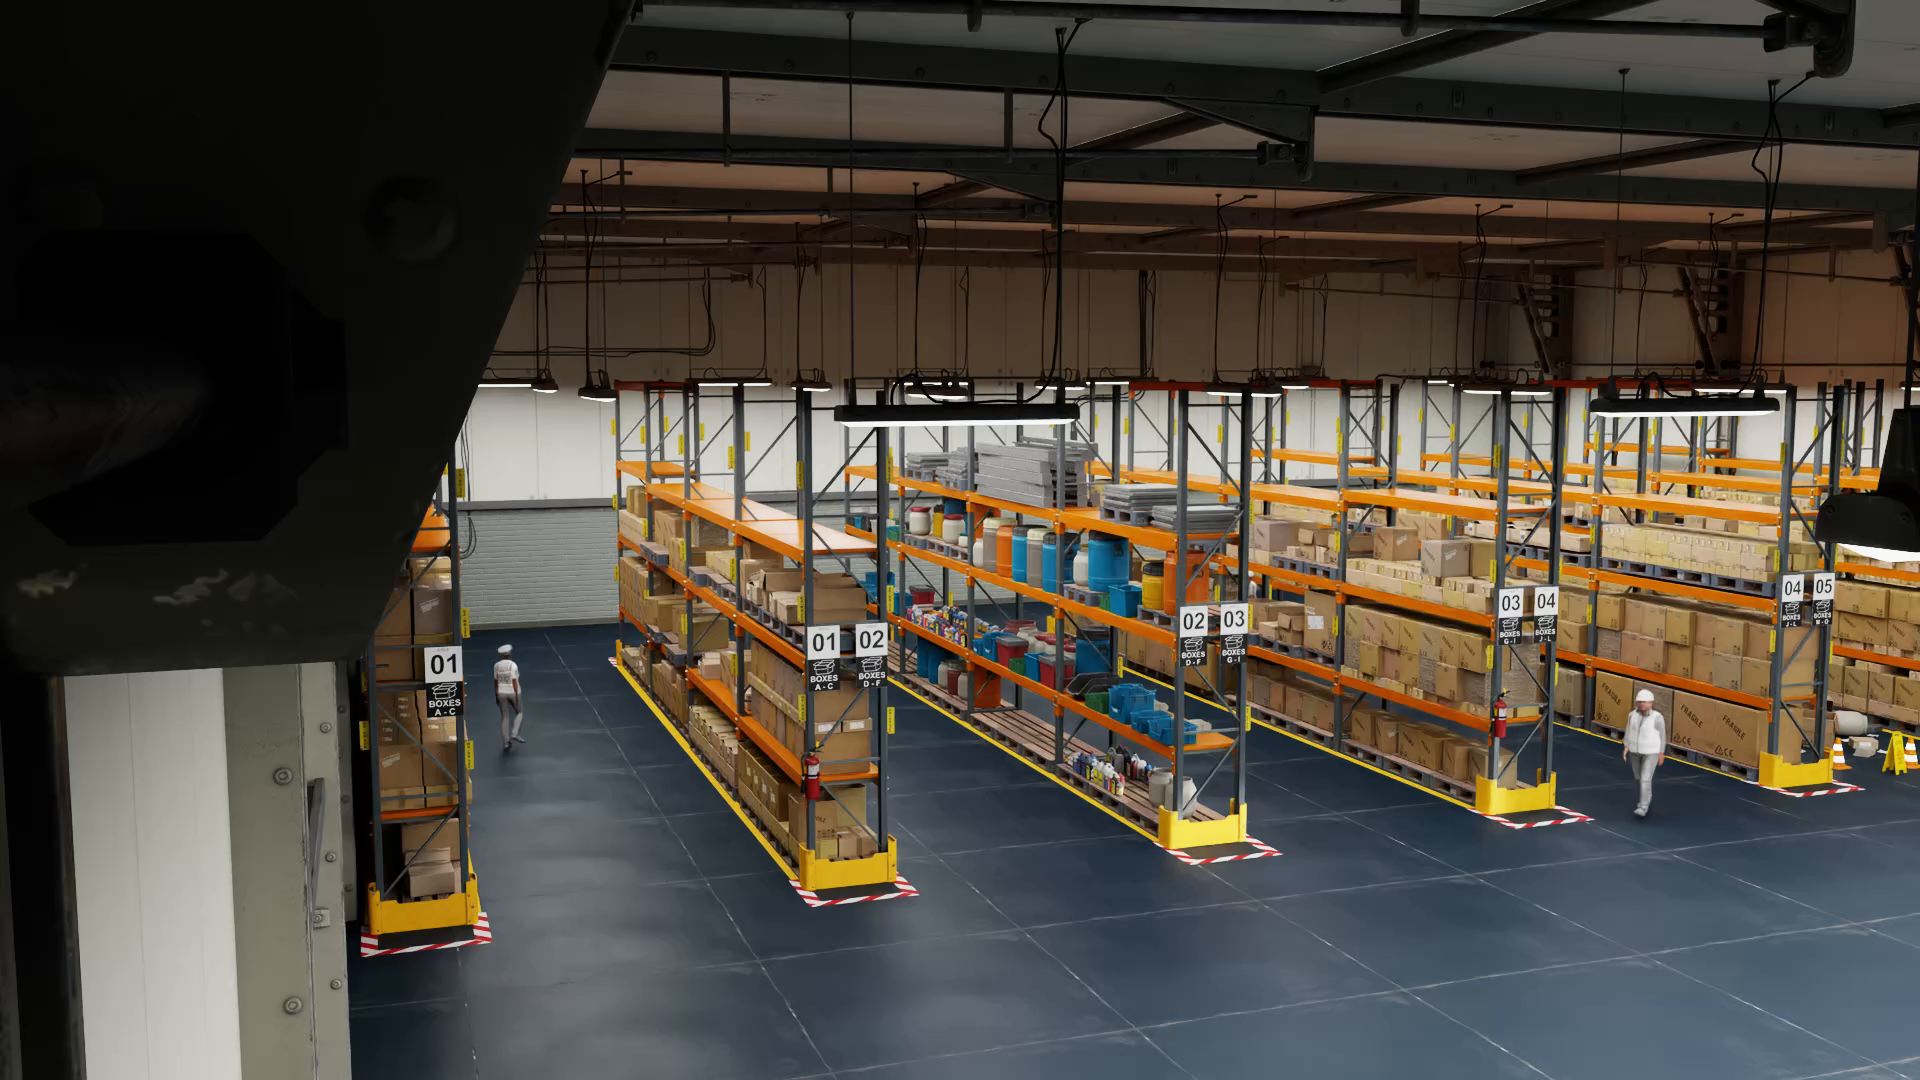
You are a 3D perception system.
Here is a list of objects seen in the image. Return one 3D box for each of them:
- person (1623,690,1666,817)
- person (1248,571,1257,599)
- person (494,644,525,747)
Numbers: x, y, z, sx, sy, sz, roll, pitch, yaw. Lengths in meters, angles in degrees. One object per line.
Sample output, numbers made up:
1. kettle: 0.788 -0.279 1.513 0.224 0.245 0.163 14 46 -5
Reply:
1. person: 9.659 2.987 23.505 0.869 1.759 0.532 -5 8 -37
2. person: 6.475 1.546 36.945 0.533 1.794 0.537 5 8 42
3. person: -7.478 2.579 27.552 0.489 1.668 0.478 0 6 -2
